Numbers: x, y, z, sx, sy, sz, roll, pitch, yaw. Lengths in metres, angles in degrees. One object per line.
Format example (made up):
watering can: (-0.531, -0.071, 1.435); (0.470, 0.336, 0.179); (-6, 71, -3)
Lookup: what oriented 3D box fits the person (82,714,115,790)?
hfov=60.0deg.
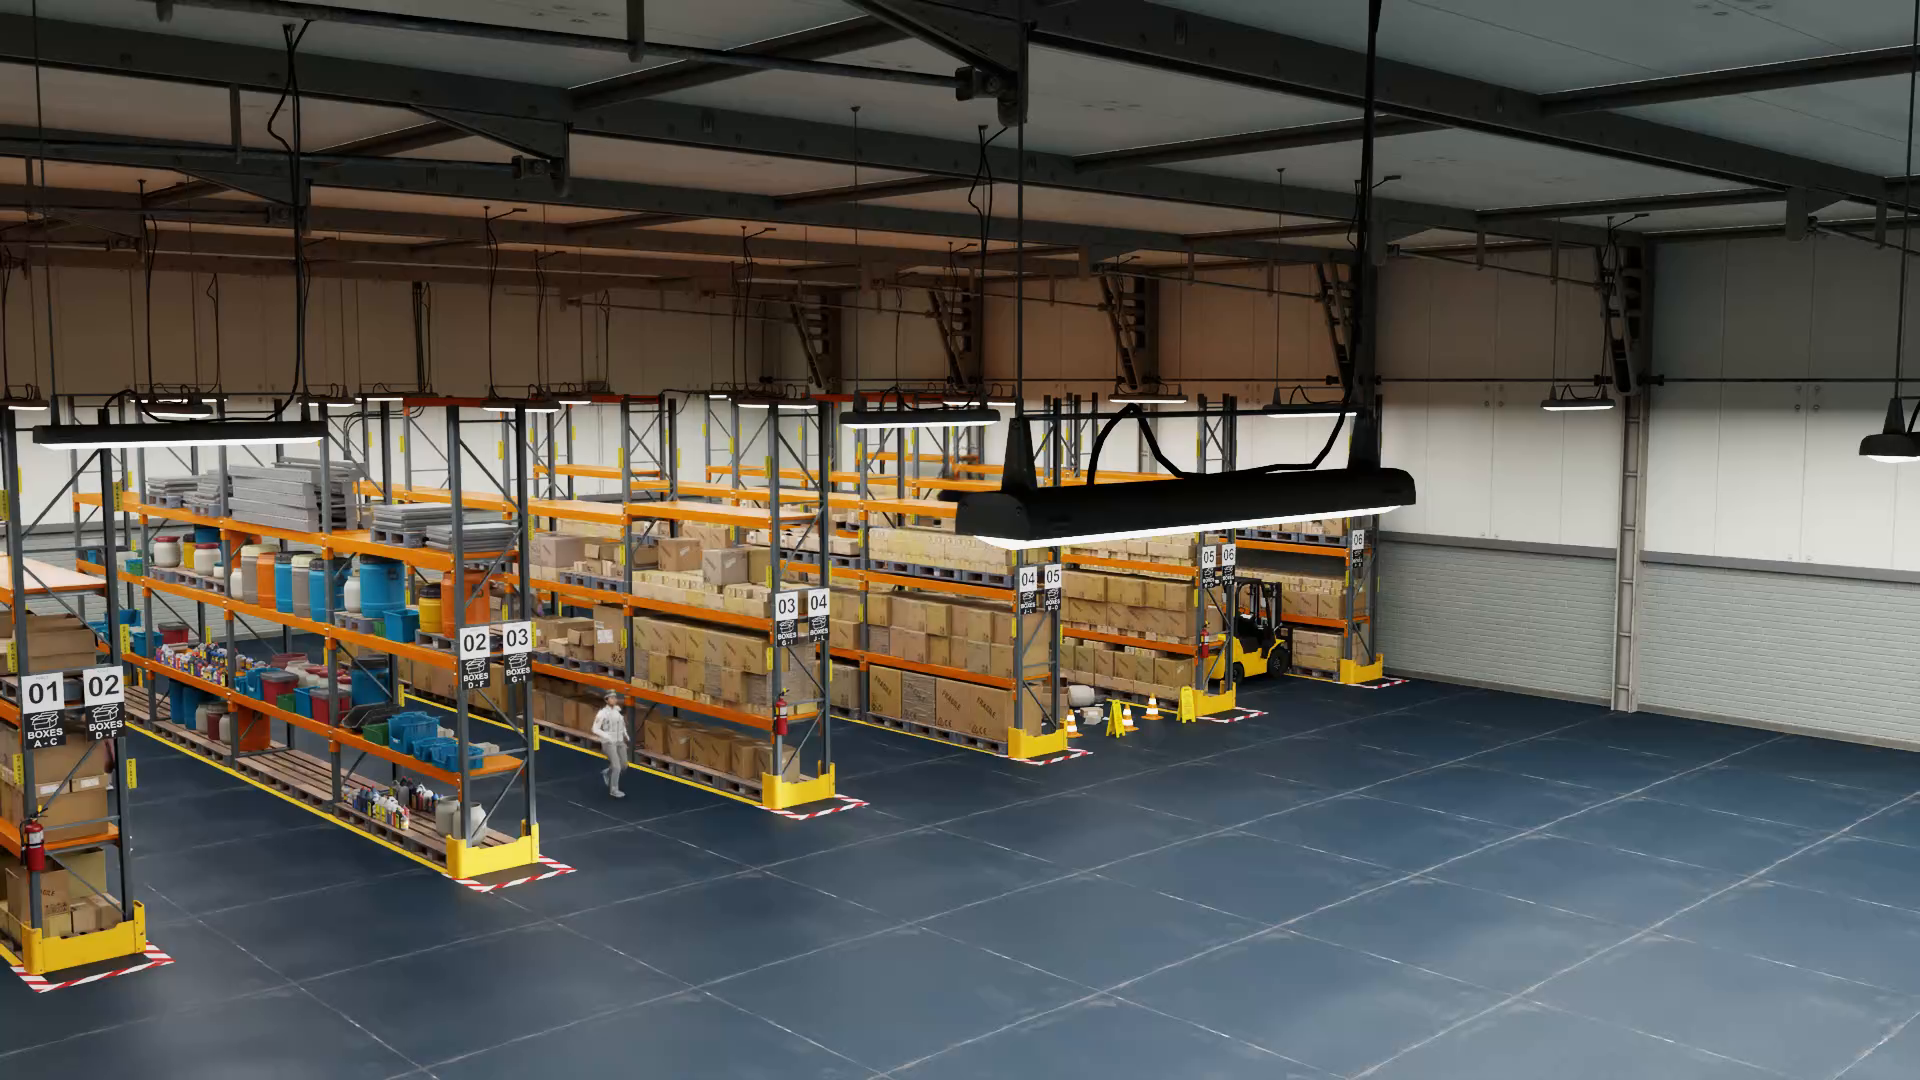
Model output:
person: (-13.199, 3.045, 25.603); (0.533, 1.624, 0.558); (5, 8, 44)

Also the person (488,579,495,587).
person: (-11.131, 1.697, 38.984); (0.759, 1.618, 0.530); (1, 6, 14)

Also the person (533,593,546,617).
person: (-9.427, 1.966, 36.903); (0.513, 1.567, 0.620); (-5, 8, -45)

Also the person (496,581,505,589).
person: (-10.580, 1.763, 38.176); (0.667, 1.785, 0.860); (-2, 6, -22)

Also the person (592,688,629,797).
person: (-5.310, 3.065, 25.286); (0.580, 1.647, 0.614); (4, 7, 37)
